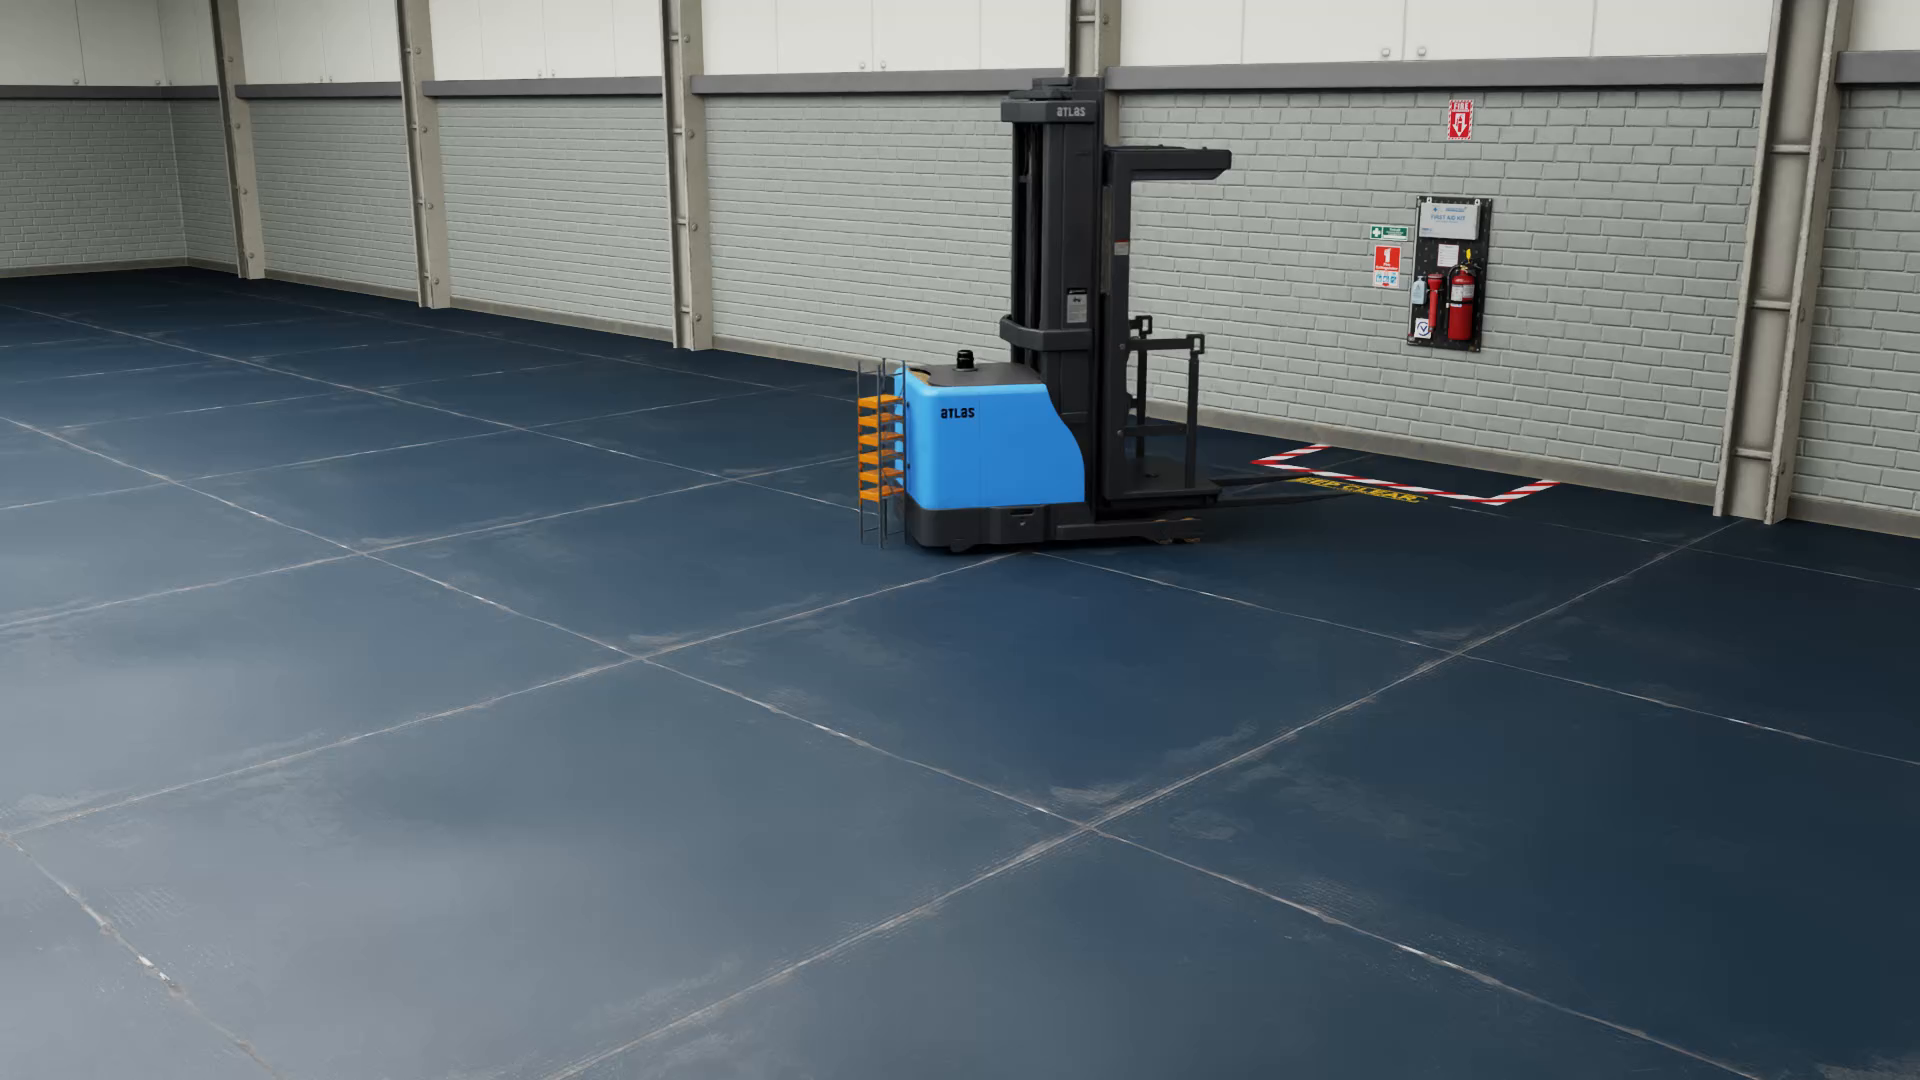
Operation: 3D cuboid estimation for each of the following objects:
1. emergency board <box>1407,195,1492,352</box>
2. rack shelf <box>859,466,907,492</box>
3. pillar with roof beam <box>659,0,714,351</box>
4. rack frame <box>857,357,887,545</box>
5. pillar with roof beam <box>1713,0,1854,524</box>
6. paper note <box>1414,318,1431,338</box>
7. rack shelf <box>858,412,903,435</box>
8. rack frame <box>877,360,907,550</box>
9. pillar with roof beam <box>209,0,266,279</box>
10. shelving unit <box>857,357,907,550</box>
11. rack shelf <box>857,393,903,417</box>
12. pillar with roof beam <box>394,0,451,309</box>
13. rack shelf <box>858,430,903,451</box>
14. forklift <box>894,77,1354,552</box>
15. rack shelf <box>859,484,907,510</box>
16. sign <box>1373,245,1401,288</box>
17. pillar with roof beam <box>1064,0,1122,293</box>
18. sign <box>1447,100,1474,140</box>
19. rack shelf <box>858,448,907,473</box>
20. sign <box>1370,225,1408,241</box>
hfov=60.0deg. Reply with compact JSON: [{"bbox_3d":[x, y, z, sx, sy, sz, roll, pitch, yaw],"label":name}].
[{"bbox_3d":[3.746,-2.058,12.882,0.643,1.169,0.194,14,20,42],"label":"emergency board"},{"bbox_3d":[-0.498,-0.395,10.722,0.180,0.103,0.258,14,20,42],"label":"rack shelf"},{"bbox_3d":[-6.128,-5.840,15.500,0.400,9.000,9.100,14,20,42],"label":"pillar with roof beam"},{"bbox_3d":[-0.564,-0.570,10.742,0.006,1.200,0.240,14,20,42],"label":"rack frame"},{"bbox_3d":[2.510,-3.740,7.440,0.400,9.000,9.100,14,20,42],"label":"pillar with roof beam"},{"bbox_3d":[3.666,-1.675,13.160,0.142,0.148,0.016,14,20,42],"label":"paper note"},{"bbox_3d":[-0.498,-0.744,10.631,0.180,0.103,0.258,14,20,42],"label":"rack shelf"},{"bbox_3d":[-0.432,-0.539,10.619,0.006,1.200,0.240,14,20,42],"label":"rack frame"},{"bbox_3d":[-14.767,-7.941,23.560,0.400,9.000,9.100,14,20,42],"label":"pillar with roof beam"},{"bbox_3d":[-0.498,-0.554,10.681,0.189,1.200,0.258,14,20,42],"label":"shelving unit"},{"bbox_3d":[-0.498,-0.860,10.601,0.180,0.103,0.258,14,20,42],"label":"rack shelf"},{"bbox_3d":[-10.448,-6.890,19.530,0.400,9.000,9.100,14,20,42],"label":"pillar with roof beam"},{"bbox_3d":[-0.498,-0.628,10.661,0.180,0.103,0.258,14,20,42],"label":"rack shelf"},{"bbox_3d":[1.122,-1.514,10.930,3.031,2.935,1.130,-3,15,-13],"label":"forklift"},{"bbox_3d":[-0.498,-0.279,10.752,0.180,0.103,0.258,14,20,42],"label":"rack shelf"},{"bbox_3d":[3.419,-2.191,13.320,0.234,0.329,0.001,14,20,42],"label":"sign"},{"bbox_3d":[-1.809,-4.790,11.470,0.400,9.000,9.100,14,20,42],"label":"pillar with roof beam"},{"bbox_3d":[3.809,-3.199,12.664,0.199,0.298,0.001,14,20,42],"label":"sign"},{"bbox_3d":[-0.498,-0.511,10.692,0.180,0.103,0.258,14,20,42],"label":"rack shelf"},{"bbox_3d":[3.416,-2.445,13.244,0.331,0.109,0.001,14,20,42],"label":"sign"}]
